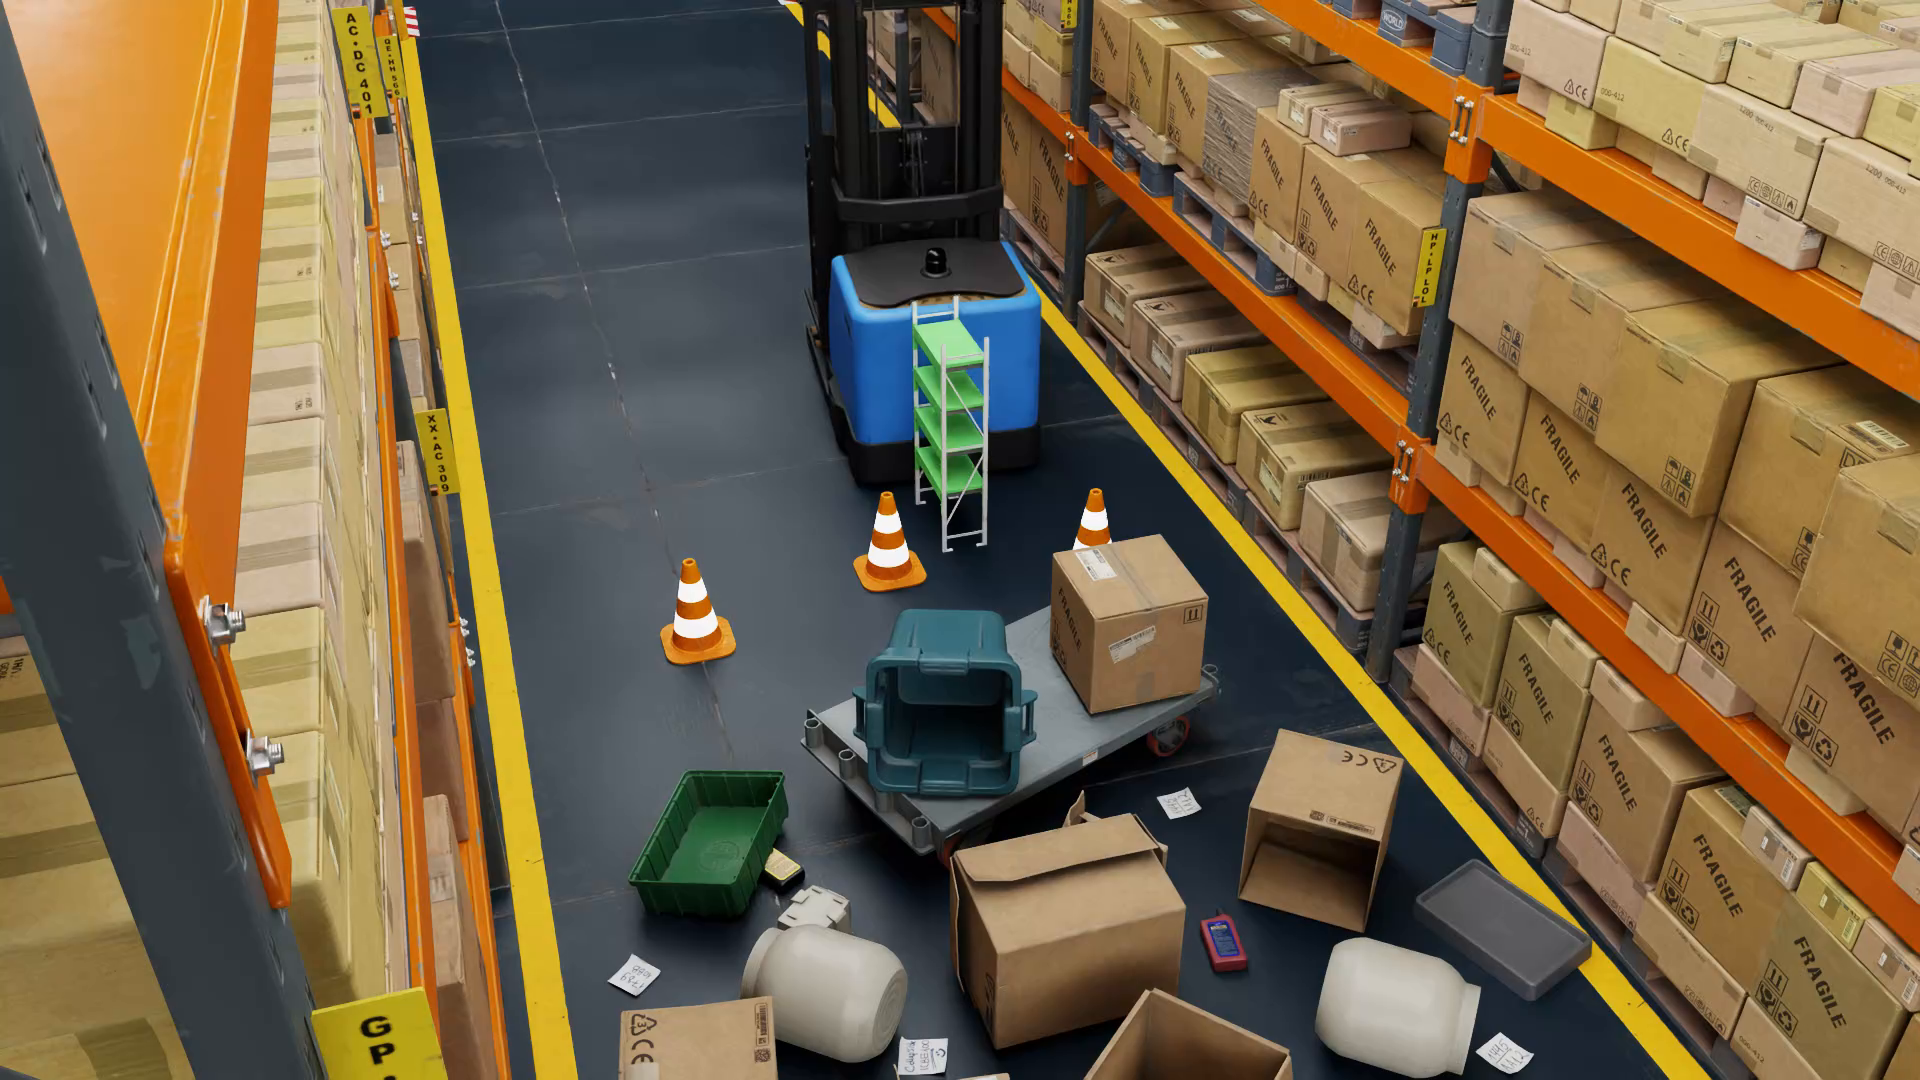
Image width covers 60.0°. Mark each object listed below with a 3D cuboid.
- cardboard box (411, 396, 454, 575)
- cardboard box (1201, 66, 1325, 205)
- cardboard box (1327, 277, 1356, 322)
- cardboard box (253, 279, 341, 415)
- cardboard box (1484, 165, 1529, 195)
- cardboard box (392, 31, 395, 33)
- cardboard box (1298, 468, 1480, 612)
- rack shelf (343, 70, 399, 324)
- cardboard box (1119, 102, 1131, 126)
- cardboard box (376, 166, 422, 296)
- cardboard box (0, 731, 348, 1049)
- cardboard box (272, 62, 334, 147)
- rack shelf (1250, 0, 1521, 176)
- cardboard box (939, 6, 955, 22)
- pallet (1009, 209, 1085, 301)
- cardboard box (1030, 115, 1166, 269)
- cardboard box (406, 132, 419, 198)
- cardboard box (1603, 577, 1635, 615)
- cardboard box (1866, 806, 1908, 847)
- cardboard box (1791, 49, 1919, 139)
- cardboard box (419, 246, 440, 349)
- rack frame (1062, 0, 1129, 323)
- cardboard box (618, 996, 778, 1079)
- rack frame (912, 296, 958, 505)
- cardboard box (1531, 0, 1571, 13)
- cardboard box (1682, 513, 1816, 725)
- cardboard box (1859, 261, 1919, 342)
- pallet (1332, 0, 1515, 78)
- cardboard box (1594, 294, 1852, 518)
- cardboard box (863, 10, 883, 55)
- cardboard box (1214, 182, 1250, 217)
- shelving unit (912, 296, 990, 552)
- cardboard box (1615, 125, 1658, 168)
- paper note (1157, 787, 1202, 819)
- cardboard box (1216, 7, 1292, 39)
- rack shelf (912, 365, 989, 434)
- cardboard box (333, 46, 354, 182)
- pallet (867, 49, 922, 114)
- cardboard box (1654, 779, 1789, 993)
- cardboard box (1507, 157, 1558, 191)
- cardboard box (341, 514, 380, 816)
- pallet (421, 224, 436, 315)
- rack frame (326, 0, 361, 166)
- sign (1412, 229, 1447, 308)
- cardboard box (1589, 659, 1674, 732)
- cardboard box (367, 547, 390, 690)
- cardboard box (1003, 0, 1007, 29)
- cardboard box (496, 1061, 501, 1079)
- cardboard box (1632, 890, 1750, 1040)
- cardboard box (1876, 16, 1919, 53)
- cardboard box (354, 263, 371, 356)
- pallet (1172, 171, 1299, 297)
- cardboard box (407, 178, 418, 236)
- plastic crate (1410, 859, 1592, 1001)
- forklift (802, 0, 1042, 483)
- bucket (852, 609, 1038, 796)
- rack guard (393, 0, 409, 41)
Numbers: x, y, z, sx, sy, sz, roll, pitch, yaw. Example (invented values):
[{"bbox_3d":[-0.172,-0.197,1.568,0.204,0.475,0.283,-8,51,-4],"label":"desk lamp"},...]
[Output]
[{"bbox_3d":[-2.194,-0.169,6.194,0.500,0.500,0.500,-10,35,-14],"label":"cardboard box"},{"bbox_3d":[1.569,-2.043,8.380,0.500,0.500,0.500,-11,35,-17],"label":"cardboard box"},{"bbox_3d":[1.909,-1.127,7.581,0.380,0.149,0.250,-11,35,-16],"label":"cardboard box"},{"bbox_3d":[-1.256,-0.298,2.793,0.380,0.149,0.250,-10,35,-15],"label":"cardboard box"},{"bbox_3d":[2.523,-1.327,7.295,0.500,0.500,0.500,-9,35,-14],"label":"cardboard box"},{"bbox_3d":[-5.187,-4.445,14.691,0.380,0.149,0.250,-10,35,-14],"label":"cardboard box"},{"bbox_3d":[2.231,-0.045,8.100,0.950,0.372,0.625,-10,35,-14],"label":"cardboard box"},{"bbox_3d":[-2.900,-1.807,6.696,1.077,0.370,4.000,-10,35,-15],"label":"rack shelf"},{"bbox_3d":[1.149,-2.506,9.668,0.380,0.149,0.250,-12,35,-18],"label":"cardboard box"},{"bbox_3d":[-2.967,-1.494,8.200,0.500,0.500,0.500,-10,35,-15],"label":"cardboard box"},{"bbox_3d":[-0.869,0.369,1.782,0.380,0.149,0.250,-10,35,-14],"label":"cardboard box"},{"bbox_3d":[-1.646,-0.968,3.806,0.380,0.149,0.250,-9,35,-14],"label":"cardboard box"},{"bbox_3d":[1.783,-2.693,8.036,1.077,0.370,4.000,-10,35,-15],"label":"rack shelf"},{"bbox_3d":[0.136,-4.010,12.234,0.500,0.250,0.500,-10,35,-15],"label":"cardboard box"},{"bbox_3d":[1.004,-2.055,11.668,1.003,0.211,1.213,-10,35,-15],"label":"pallet"},{"bbox_3d":[1.041,-2.457,11.293,0.875,0.875,0.875,-10,35,-15],"label":"cardboard box"},{"bbox_3d":[-4.265,-2.792,12.141,0.500,0.500,0.500,-11,35,-16],"label":"cardboard box"},{"bbox_3d":[2.574,0.162,6.013,0.380,0.149,0.250,-10,35,-15],"label":"cardboard box"},{"bbox_3d":[3.003,0.813,5.027,0.380,0.149,0.250,-10,35,-14],"label":"cardboard box"},{"bbox_3d":[2.628,-1.276,4.744,0.380,0.149,0.250,-11,35,-15],"label":"cardboard box"},{"bbox_3d":[-3.483,-1.452,10.114,0.500,0.500,0.500,-11,35,-17],"label":"cardboard box"},{"bbox_3d":[1.173,-2.791,10.253,1.000,3.000,0.127,-10,35,-15],"label":"rack frame"},{"bbox_3d":[-0.839,1.879,5.451,0.500,0.500,0.500,-4,34,-6],"label":"cardboard box"},{"bbox_3d":[-0.125,-0.716,8.745,0.240,1.200,0.015,-10,35,-15],"label":"rack frame"},{"bbox_3d":[2.178,-1.950,5.764,0.380,0.149,0.250,-11,35,-16],"label":"cardboard box"},{"bbox_3d":[2.751,0.208,5.354,0.500,0.500,0.500,-10,35,-14],"label":"cardboard box"},{"bbox_3d":[2.727,-0.677,4.561,0.380,0.149,0.250,-10,35,-15],"label":"cardboard box"},{"bbox_3d":[2.306,-2.206,6.818,1.213,0.211,1.003,-10,35,-15],"label":"pallet"},{"bbox_3d":[2.583,-0.467,5.468,0.700,0.500,0.500,-11,35,-16],"label":"cardboard box"},{"bbox_3d":[-0.410,-4.815,15.260,0.875,0.438,0.875,-11,35,-16],"label":"cardboard box"},{"bbox_3d":[1.542,-1.803,8.605,0.380,0.149,0.250,-9,34,-13],"label":"cardboard box"},{"bbox_3d":[-0.050,-0.587,8.551,0.258,1.200,0.503,-10,35,-15],"label":"shelving unit"},{"bbox_3d":[2.462,-1.375,5.616,0.380,0.149,0.250,-10,35,-15],"label":"cardboard box"},{"bbox_3d":[0.930,1.113,7.038,0.148,0.019,0.142,-10,35,-15],"label":"paper note"},{"bbox_3d":[1.744,-2.671,9.330,0.500,0.500,0.500,-11,35,-15],"label":"cardboard box"},{"bbox_3d":[-0.050,-0.734,8.454,0.258,0.148,0.480,-10,35,-15],"label":"rack shelf"},{"bbox_3d":[-1.896,-1.120,4.399,0.500,0.250,0.500,-10,35,-15],"label":"cardboard box"},{"bbox_3d":[-0.205,-4.140,14.824,1.003,0.211,1.213,-10,35,-15],"label":"pallet"},{"bbox_3d":[2.811,1.152,5.719,0.500,0.500,0.500,-11,35,-16],"label":"cardboard box"},{"bbox_3d":[2.586,-1.609,7.135,0.380,0.149,0.250,-10,35,-15],"label":"cardboard box"},{"bbox_3d":[-1.129,0.202,2.398,0.500,0.250,0.500,-10,35,-15],"label":"cardboard box"},{"bbox_3d":[-4.116,-1.792,11.271,1.003,0.211,1.213,-10,35,-15],"label":"pallet"},{"bbox_3d":[-2.290,-2.309,4.081,1.000,3.000,0.127,-10,35,-15],"label":"rack frame"},{"bbox_3d":[1.866,-1.079,6.612,0.100,0.325,0.005,-10,35,-15],"label":"sign"},{"bbox_3d":[2.540,0.539,6.059,0.380,0.149,0.250,-8,34,-12],"label":"cardboard box"},{"bbox_3d":[-1.178,0.167,2.812,0.380,0.149,0.250,-10,35,-15],"label":"cardboard box"},{"bbox_3d":[0.448,-3.683,11.285,0.500,0.250,0.500,-11,35,-16],"label":"cardboard box"},{"bbox_3d":[-1.466,1.444,3.707,0.875,0.550,0.550,-10,35,-15],"label":"cardboard box"},{"bbox_3d":[2.795,1.455,5.941,0.500,0.250,0.500,-11,35,-16],"label":"cardboard box"},{"bbox_3d":[3.030,-1.497,5.078,0.380,0.149,0.250,-11,35,-16],"label":"cardboard box"},{"bbox_3d":[-1.565,-0.499,3.819,0.380,0.149,0.250,-9,35,-14],"label":"cardboard box"},{"bbox_3d":[1.816,-1.679,8.744,1.003,0.211,1.213,-10,35,-15],"label":"pallet"},{"bbox_3d":[-3.645,-2.020,10.292,0.500,0.250,0.500,-10,35,-15],"label":"cardboard box"},{"bbox_3d":[2.091,1.489,6.424,0.402,0.080,0.583,-23,40,-31],"label":"plastic crate"},{"bbox_3d":[-0.358,-2.340,9.633,1.130,2.935,3.031,-7,34,-10],"label":"forklift"},{"bbox_3d":[-0.053,0.610,6.697,0.726,0.611,0.620,1,23,2],"label":"bucket"},{"bbox_3d":[-5.928,-5.023,15.899,1.175,0.500,0.348,-10,35,-15],"label":"rack guard"}]
